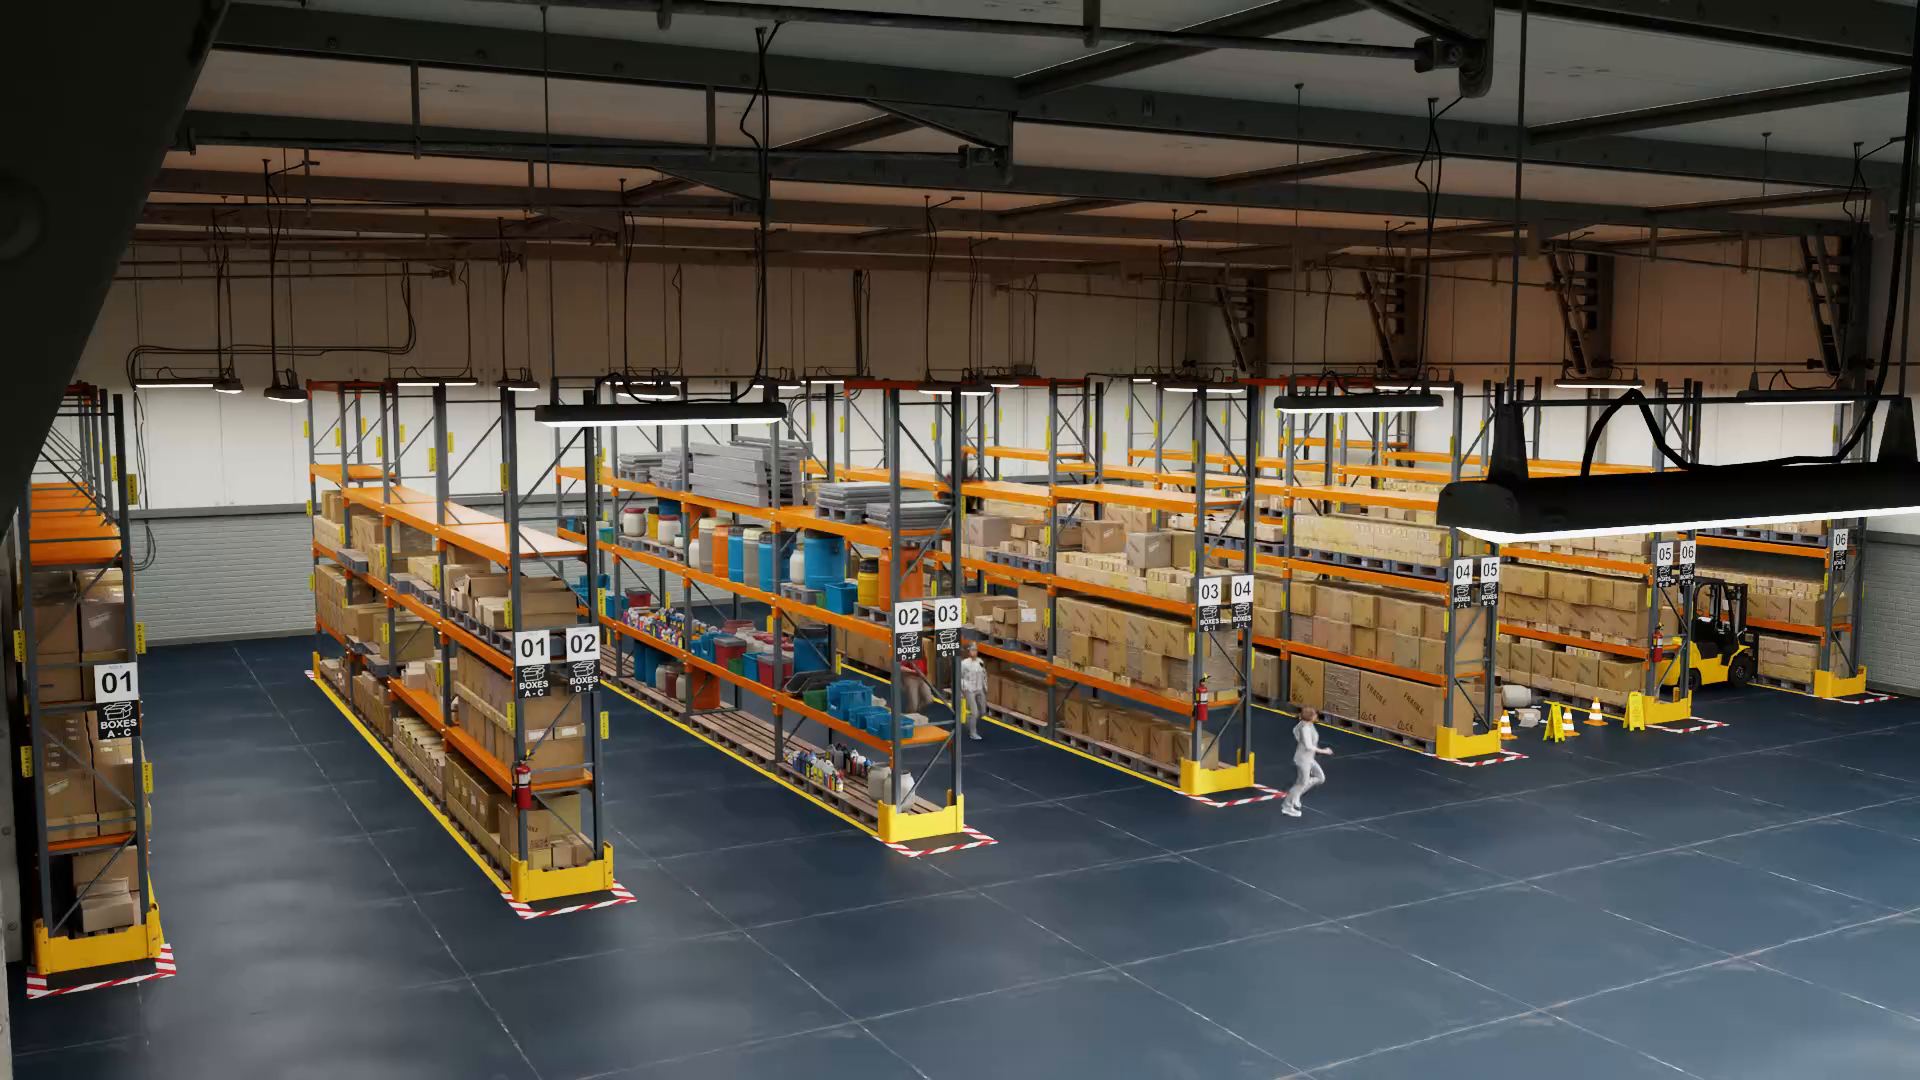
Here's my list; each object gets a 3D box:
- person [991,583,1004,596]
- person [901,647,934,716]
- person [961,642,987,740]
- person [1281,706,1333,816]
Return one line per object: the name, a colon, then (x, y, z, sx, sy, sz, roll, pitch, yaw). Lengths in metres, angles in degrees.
person: (1.007, 0.929, 42.601, 0.585, 1.739, 0.673, -3, 7, -25)
person: (-0.710, 2.456, 28.541, 0.640, 1.705, 0.645, -5, 8, -39)
person: (0.213, 2.530, 28.069, 0.613, 1.641, 0.558, -3, 7, -29)
person: (4.865, 3.089, 23.283, 0.690, 1.541, 0.571, 2, 6, 14)
